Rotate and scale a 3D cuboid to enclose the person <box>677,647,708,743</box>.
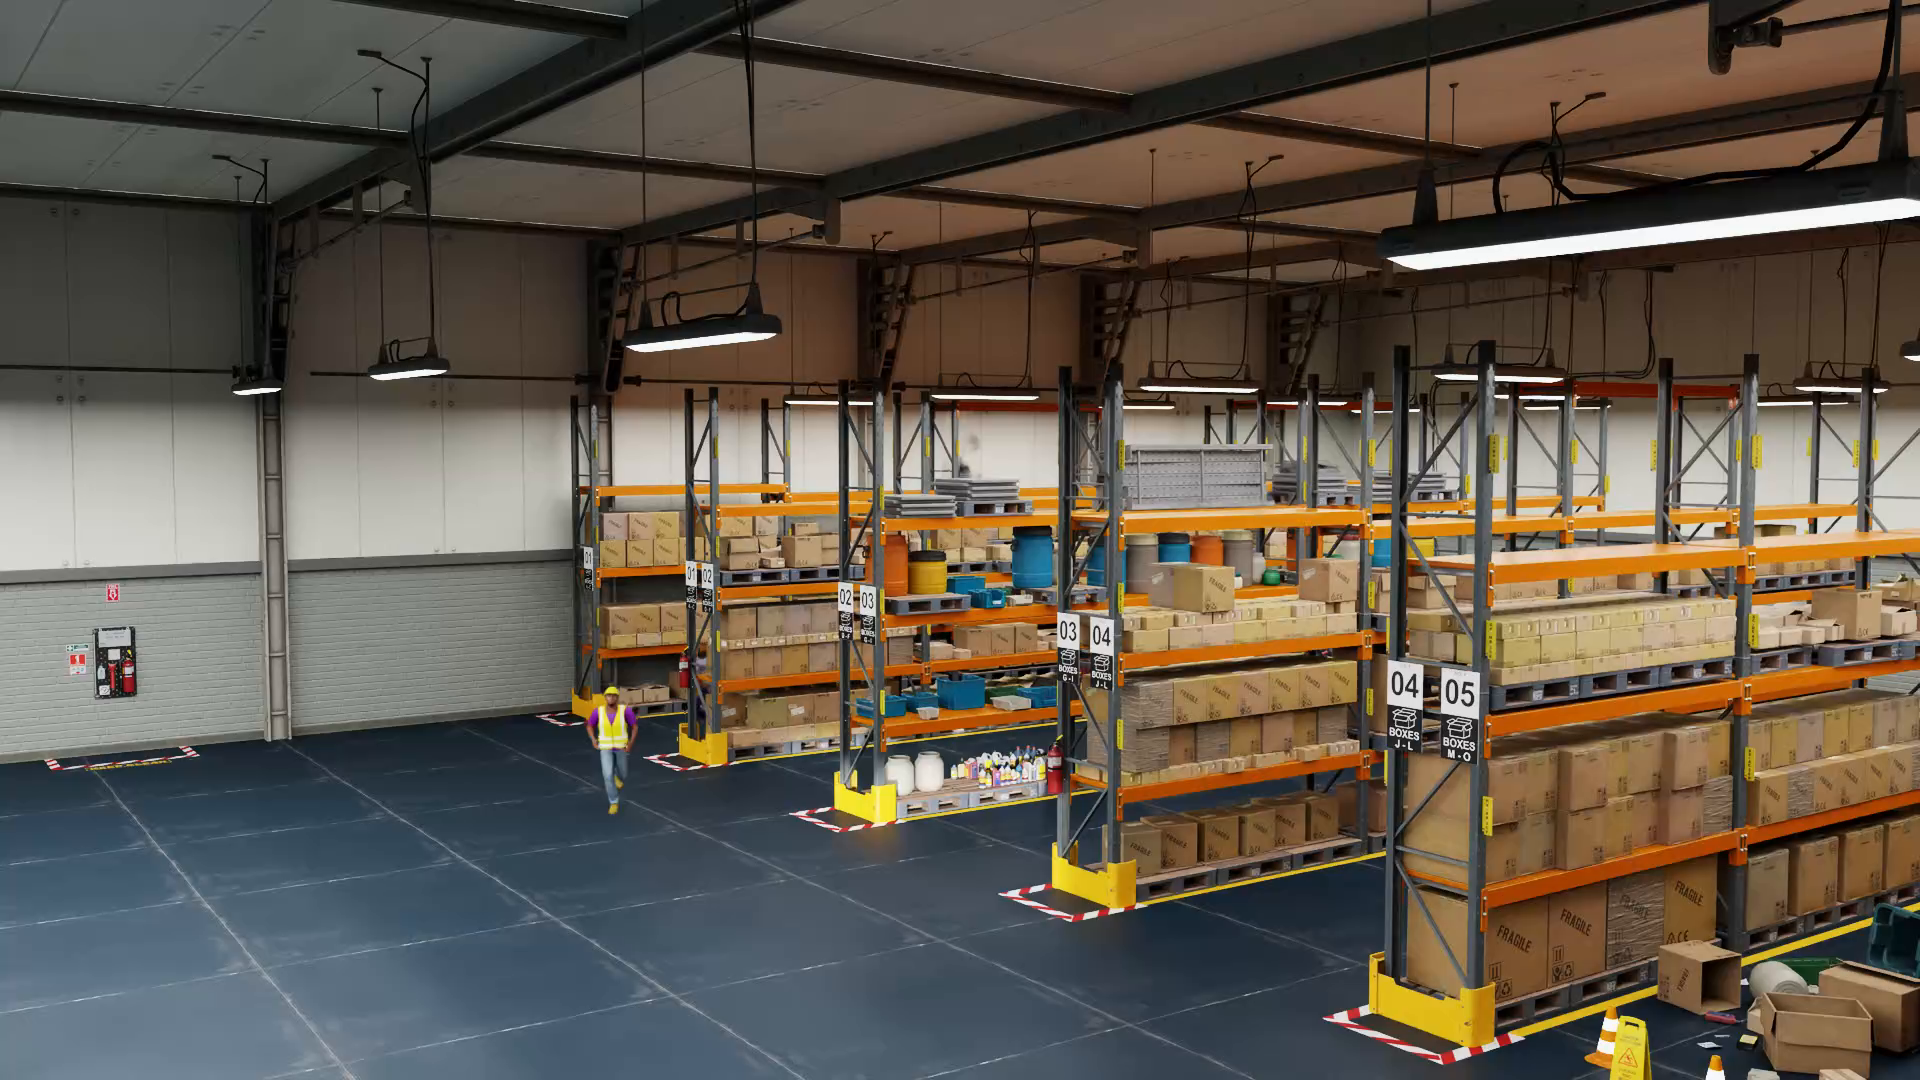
[{"bbox_3d":[-4.506,2.630,28.685,0.914,1.655,0.615,-3,5,-43],"label":"person"}]

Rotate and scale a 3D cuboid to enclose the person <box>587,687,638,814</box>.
[{"bbox_3d":[-4.879,2.918,23.366,0.700,1.737,0.837,-1,4,-16],"label":"person"}]
